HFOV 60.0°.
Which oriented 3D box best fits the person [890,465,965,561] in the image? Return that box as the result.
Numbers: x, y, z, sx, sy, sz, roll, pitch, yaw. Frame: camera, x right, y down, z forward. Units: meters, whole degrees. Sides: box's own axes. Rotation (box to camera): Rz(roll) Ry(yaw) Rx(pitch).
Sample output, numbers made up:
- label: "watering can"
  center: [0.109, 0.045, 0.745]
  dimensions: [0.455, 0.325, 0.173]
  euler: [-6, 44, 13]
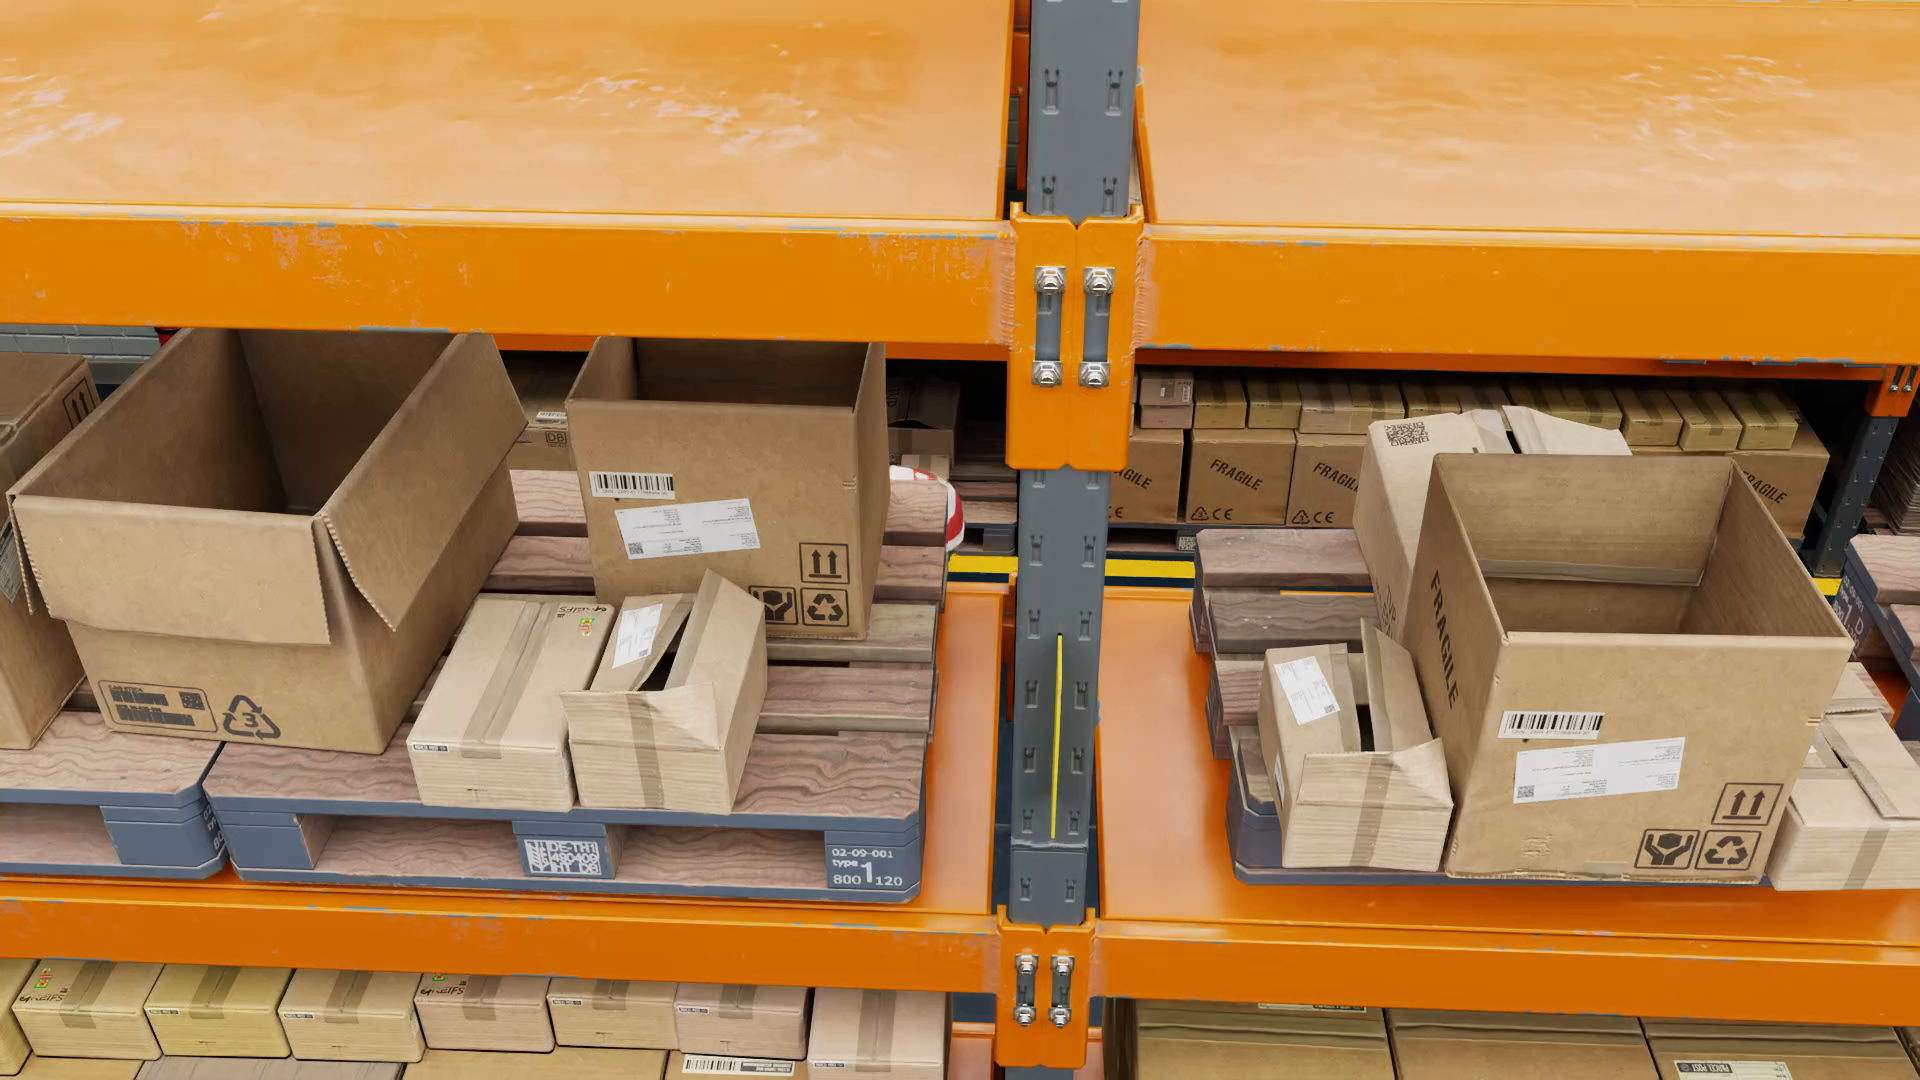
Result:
- label: "person"
  center: [-0.449, 0.147, 7.394]
  dimensions: [0.940, 1.201, 0.508]
  euler: [0, 35, 0]
